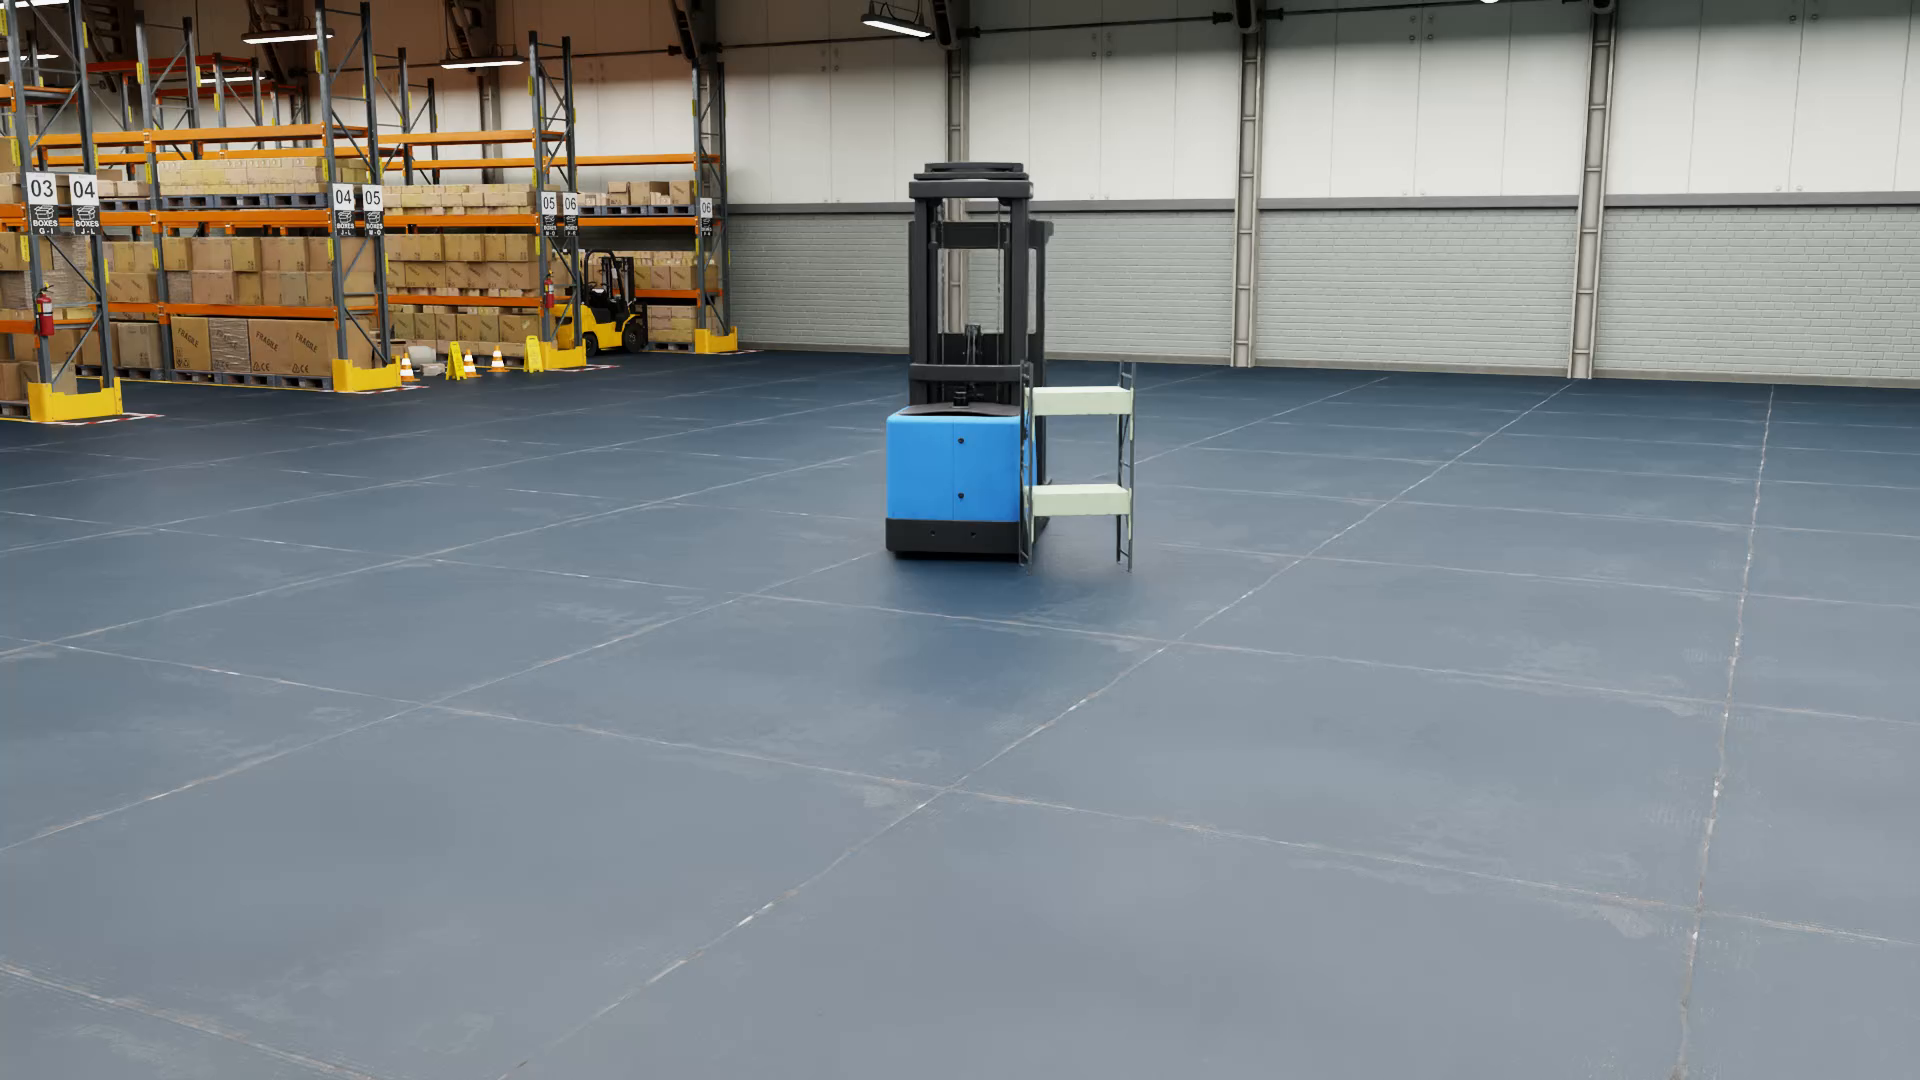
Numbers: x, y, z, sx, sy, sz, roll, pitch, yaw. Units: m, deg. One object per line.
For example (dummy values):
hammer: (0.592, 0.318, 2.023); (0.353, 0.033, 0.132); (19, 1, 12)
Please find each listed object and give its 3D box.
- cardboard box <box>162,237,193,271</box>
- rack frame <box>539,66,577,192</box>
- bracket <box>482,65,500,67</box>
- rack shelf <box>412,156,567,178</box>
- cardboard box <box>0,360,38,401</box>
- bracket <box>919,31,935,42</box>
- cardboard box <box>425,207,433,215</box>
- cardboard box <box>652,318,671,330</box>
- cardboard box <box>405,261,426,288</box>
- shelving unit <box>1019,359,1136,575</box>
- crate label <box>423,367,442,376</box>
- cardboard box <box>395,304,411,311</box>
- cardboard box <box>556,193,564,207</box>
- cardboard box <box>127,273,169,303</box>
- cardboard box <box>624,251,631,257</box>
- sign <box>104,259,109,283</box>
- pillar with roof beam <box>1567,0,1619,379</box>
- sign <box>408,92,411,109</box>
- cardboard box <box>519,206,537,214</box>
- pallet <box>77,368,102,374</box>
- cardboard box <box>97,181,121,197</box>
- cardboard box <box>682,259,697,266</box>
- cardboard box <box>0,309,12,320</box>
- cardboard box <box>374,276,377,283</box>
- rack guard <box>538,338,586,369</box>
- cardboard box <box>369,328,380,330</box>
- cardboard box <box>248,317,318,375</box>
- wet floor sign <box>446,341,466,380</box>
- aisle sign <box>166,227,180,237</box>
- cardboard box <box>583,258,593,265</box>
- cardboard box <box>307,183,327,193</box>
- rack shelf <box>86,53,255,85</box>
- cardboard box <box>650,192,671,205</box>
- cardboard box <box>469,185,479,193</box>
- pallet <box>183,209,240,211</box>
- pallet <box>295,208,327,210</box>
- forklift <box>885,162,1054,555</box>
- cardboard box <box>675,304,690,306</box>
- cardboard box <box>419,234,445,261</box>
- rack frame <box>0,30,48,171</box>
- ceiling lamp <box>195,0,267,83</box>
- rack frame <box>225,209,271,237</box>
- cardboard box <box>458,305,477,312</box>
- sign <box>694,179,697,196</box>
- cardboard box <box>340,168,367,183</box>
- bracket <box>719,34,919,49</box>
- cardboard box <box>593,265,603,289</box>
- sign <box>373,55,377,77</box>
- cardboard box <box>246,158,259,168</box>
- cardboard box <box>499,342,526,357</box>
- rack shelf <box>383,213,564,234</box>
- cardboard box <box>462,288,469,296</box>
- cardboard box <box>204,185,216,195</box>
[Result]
cardboard box: (-12.773, -4.790, 27.821); (0.550, 0.550, 0.875); (5, 11, 26)
rack frame: (-8.797, -8.763, 36.381); (0.127, 3.000, 1.000); (5, 11, 26)
bracket: (-10.601, -10.801, 37.536); (0.430, 0.232, 0.235); (5, 11, 26)
rack shelf: (-10.590, -8.370, 37.352); (4.000, 0.370, 1.077); (5, 11, 26)
cardboard box: (-12.891, -2.190, 22.749); (0.500, 0.500, 0.500); (9, 14, 41)
bracket: (-0.584, -9.921, 32.672); (0.430, 0.232, 0.235); (5, 11, 26)
cardboard box: (-9.896, -6.226, 31.493); (0.250, 0.149, 0.380); (5, 11, 24)
cardboard box: (-6.229, -4.625, 35.501); (0.500, 0.250, 0.500); (5, 11, 25)
cardboard box: (-10.258, -5.099, 31.863); (0.500, 0.500, 0.500); (5, 11, 26)
shelving unit: (0.835, -0.531, 11.955); (0.755, 1.500, 0.431); (-1, 10, -8)
crate label: (-9.277, -2.970, 29.256); (0.298, 0.136, 0.250); (-1, 10, -4)
cardboard box: (-12.939, -5.420, 38.776); (0.250, 0.149, 0.380); (4, 11, 23)
cardboard box: (-7.735, -6.334, 30.966); (0.500, 0.250, 0.500); (5, 11, 25)
cardboard box: (-13.675, -4.267, 28.104); (0.500, 0.500, 0.500); (5, 11, 25)
cardboard box: (-7.002, -6.125, 35.713); (0.250, 0.149, 0.380); (5, 11, 27)
sign: (-11.547, -3.633, 22.449); (0.005, 0.325, 0.100); (5, 11, 26)
pillar with roof beam: (8.802, -6.541, 24.102); (0.548, 9.000, 9.100); (5, 11, 26)
sign: (-10.733, -8.554, 32.380); (0.005, 0.325, 0.100); (5, 11, 26)
cardboard box: (-7.846, -6.039, 30.456); (0.250, 0.149, 0.380); (5, 11, 26)
pallet: (-16.003, -3.088, 29.702); (1.213, 0.211, 1.003); (5, 11, 26)
cardboard box: (-14.294, -5.940, 28.165); (0.500, 0.250, 0.500); (5, 11, 25)
cardboard box: (-5.644, -5.847, 35.011); (0.250, 0.149, 0.380); (5, 11, 27)
cardboard box: (-12.605, -3.017, 22.184); (0.250, 0.149, 0.380); (5, 11, 26)
cardboard box: (-11.573, -5.097, 32.499); (0.250, 0.149, 0.380); (5, 11, 27)
rack guard: (-7.471, -3.479, 31.048); (0.348, 0.500, 1.175); (5, 11, 26)
cardboard box: (-12.107, -4.029, 33.266); (0.625, 0.372, 0.950); (6, 12, 29)
cardboard box: (-10.929, -3.177, 27.150); (0.875, 0.875, 0.875); (5, 11, 25)
wet floor sign: (-8.600, -3.060, 28.324); (0.232, 0.644, 0.267); (3, 11, 16)
aisle sign: (-19.749, -7.994, 41.679); (0.004, 0.787, 0.394); (5, 11, 26)
cardboard box: (-7.960, -6.045, 36.105); (0.250, 0.149, 0.380); (5, 12, 27)
cardboard box: (-9.950, -5.485, 25.934); (0.250, 0.149, 0.380); (5, 11, 26)
rack shelf: (-16.370, -9.724, 34.380); (4.000, 0.370, 1.077); (5, 11, 26)
cardboard box: (-6.314, -7.198, 35.075); (0.258, 0.266, 0.396); (5, 11, 26)
cardboard box: (-8.931, -6.544, 31.010); (0.250, 0.149, 0.380); (5, 11, 24)
pallet: (-15.177, -6.759, 34.258); (1.003, 0.211, 1.213); (6, 12, 28)
pallet: (-12.427, -6.548, 33.095); (1.003, 0.211, 1.213); (5, 11, 26)
forklift: (0.172, -1.547, 13.548); (1.130, 2.935, 3.031); (2, 10, 8)
cardboard box: (-6.006, -4.948, 35.883); (0.500, 0.250, 0.500); (5, 11, 26)
cardboard box: (-9.804, -5.549, 31.542); (0.500, 0.500, 0.700); (5, 11, 25)
rack frame: (-16.676, -7.487, 29.329); (0.127, 3.000, 1.000); (5, 11, 26)
ceiling lamp: (-16.192, -11.849, 37.040); (2.000, 3.185, 0.800); (5, 11, 26)
rack frame: (-14.577, -5.333, 34.275); (0.127, 3.000, 1.000); (5, 11, 26)
cardboard box: (-11.241, -5.063, 38.270); (0.625, 0.625, 0.875); (5, 12, 28)
sign: (-5.462, -7.283, 34.362); (0.005, 0.325, 0.100); (5, 11, 26)
cardboard box: (-9.821, -5.788, 26.490); (0.500, 0.250, 0.500); (5, 11, 26)
bracket: (-2.894, -10.124, 33.794); (4.783, 0.066, 0.076); (5, 11, 26)
cardboard box: (-7.585, -5.705, 36.051); (0.500, 0.500, 0.500); (5, 11, 25)
sign: (-9.251, -7.482, 26.235); (0.005, 0.325, 0.100); (5, 11, 26)
cardboard box: (-11.094, -5.977, 26.419); (0.250, 0.149, 0.380); (5, 11, 25)
cardboard box: (-8.268, -3.579, 31.124); (0.500, 0.250, 0.500); (5, 11, 26)
rack shelf: (-9.196, -5.982, 31.460); (4.000, 0.370, 1.077); (5, 11, 26)
cardboard box: (-9.195, -4.698, 31.471); (0.250, 0.149, 0.380); (5, 11, 26)
cardboard box: (-12.000, -5.665, 26.930); (0.250, 0.149, 0.380); (5, 11, 25)
